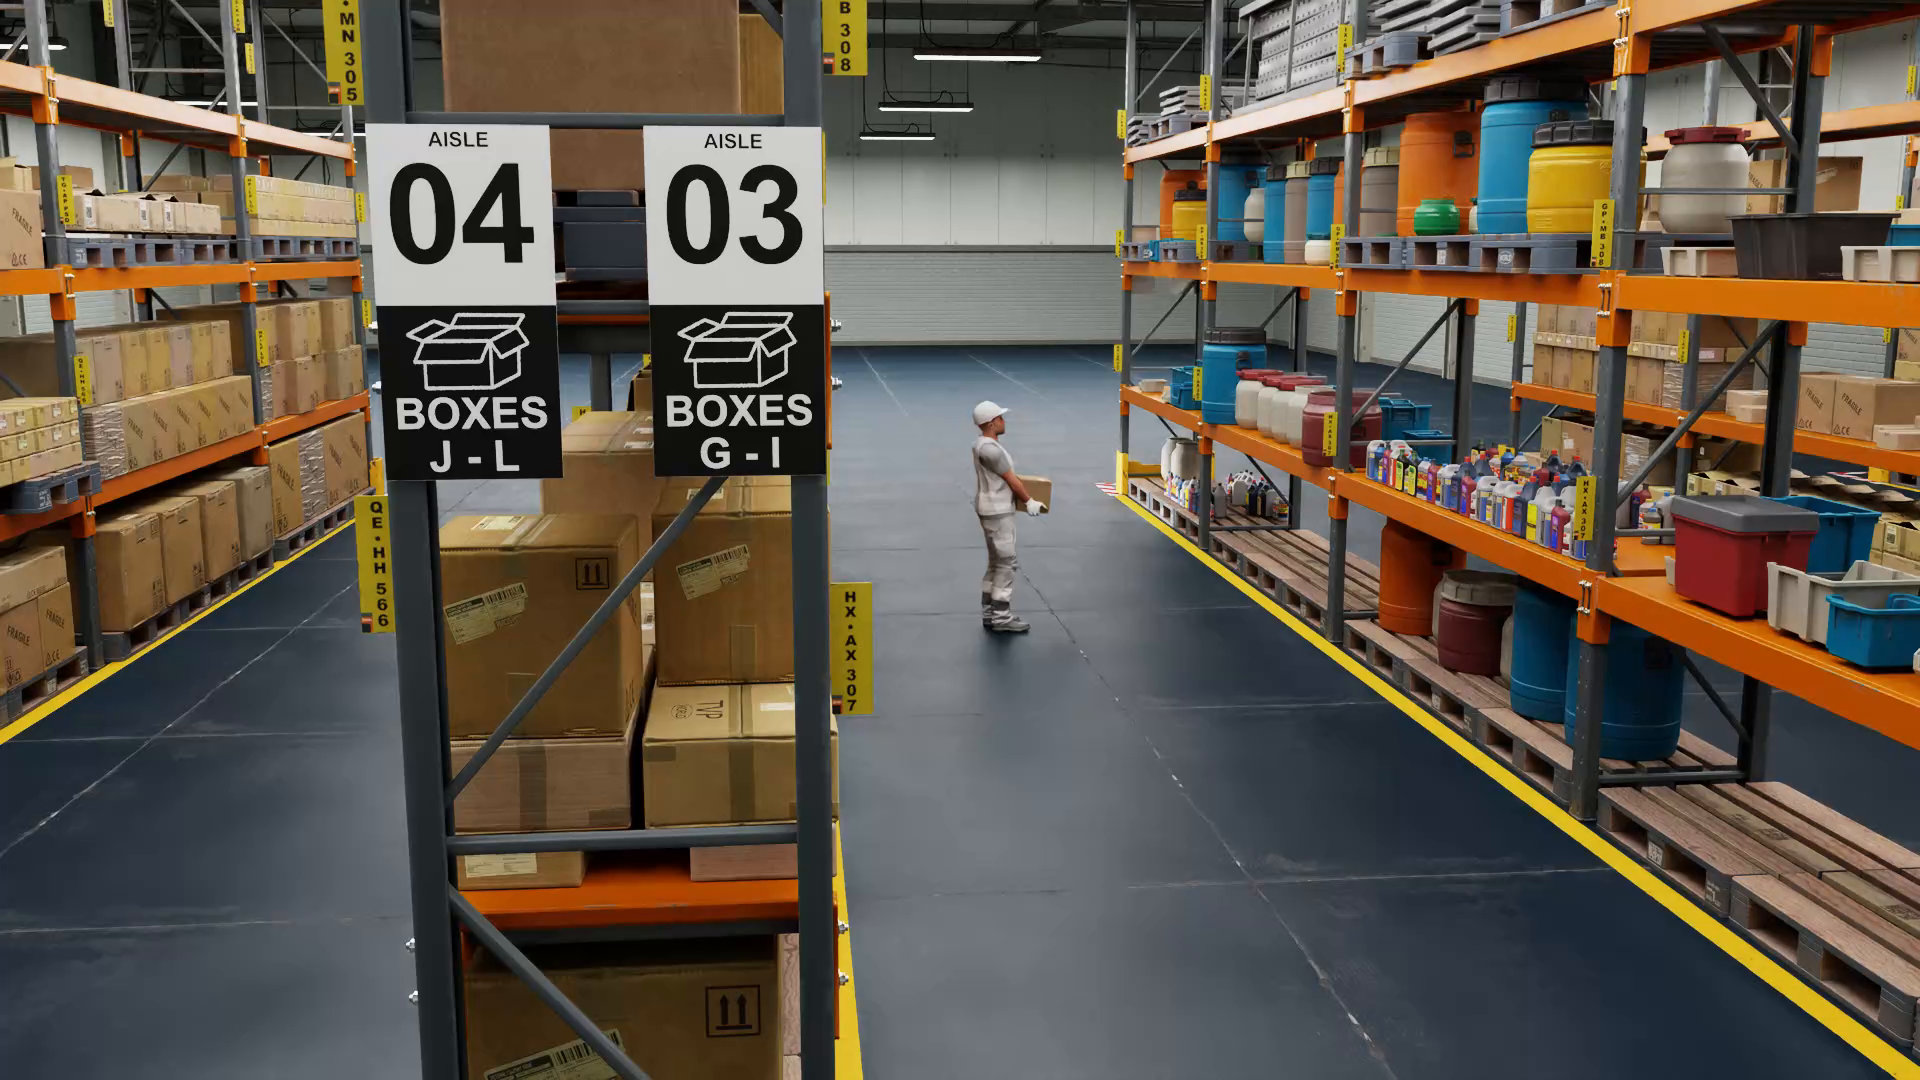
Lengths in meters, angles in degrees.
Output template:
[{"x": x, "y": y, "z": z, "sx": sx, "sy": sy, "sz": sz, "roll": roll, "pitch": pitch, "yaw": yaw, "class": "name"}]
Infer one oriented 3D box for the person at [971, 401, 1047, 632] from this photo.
[{"x": 0.378, "y": -0.189, "z": 12.931, "sx": 0.563, "sy": 1.783, "sz": 0.494, "roll": -1, "pitch": 10, "yaw": -6, "class": "person"}]
